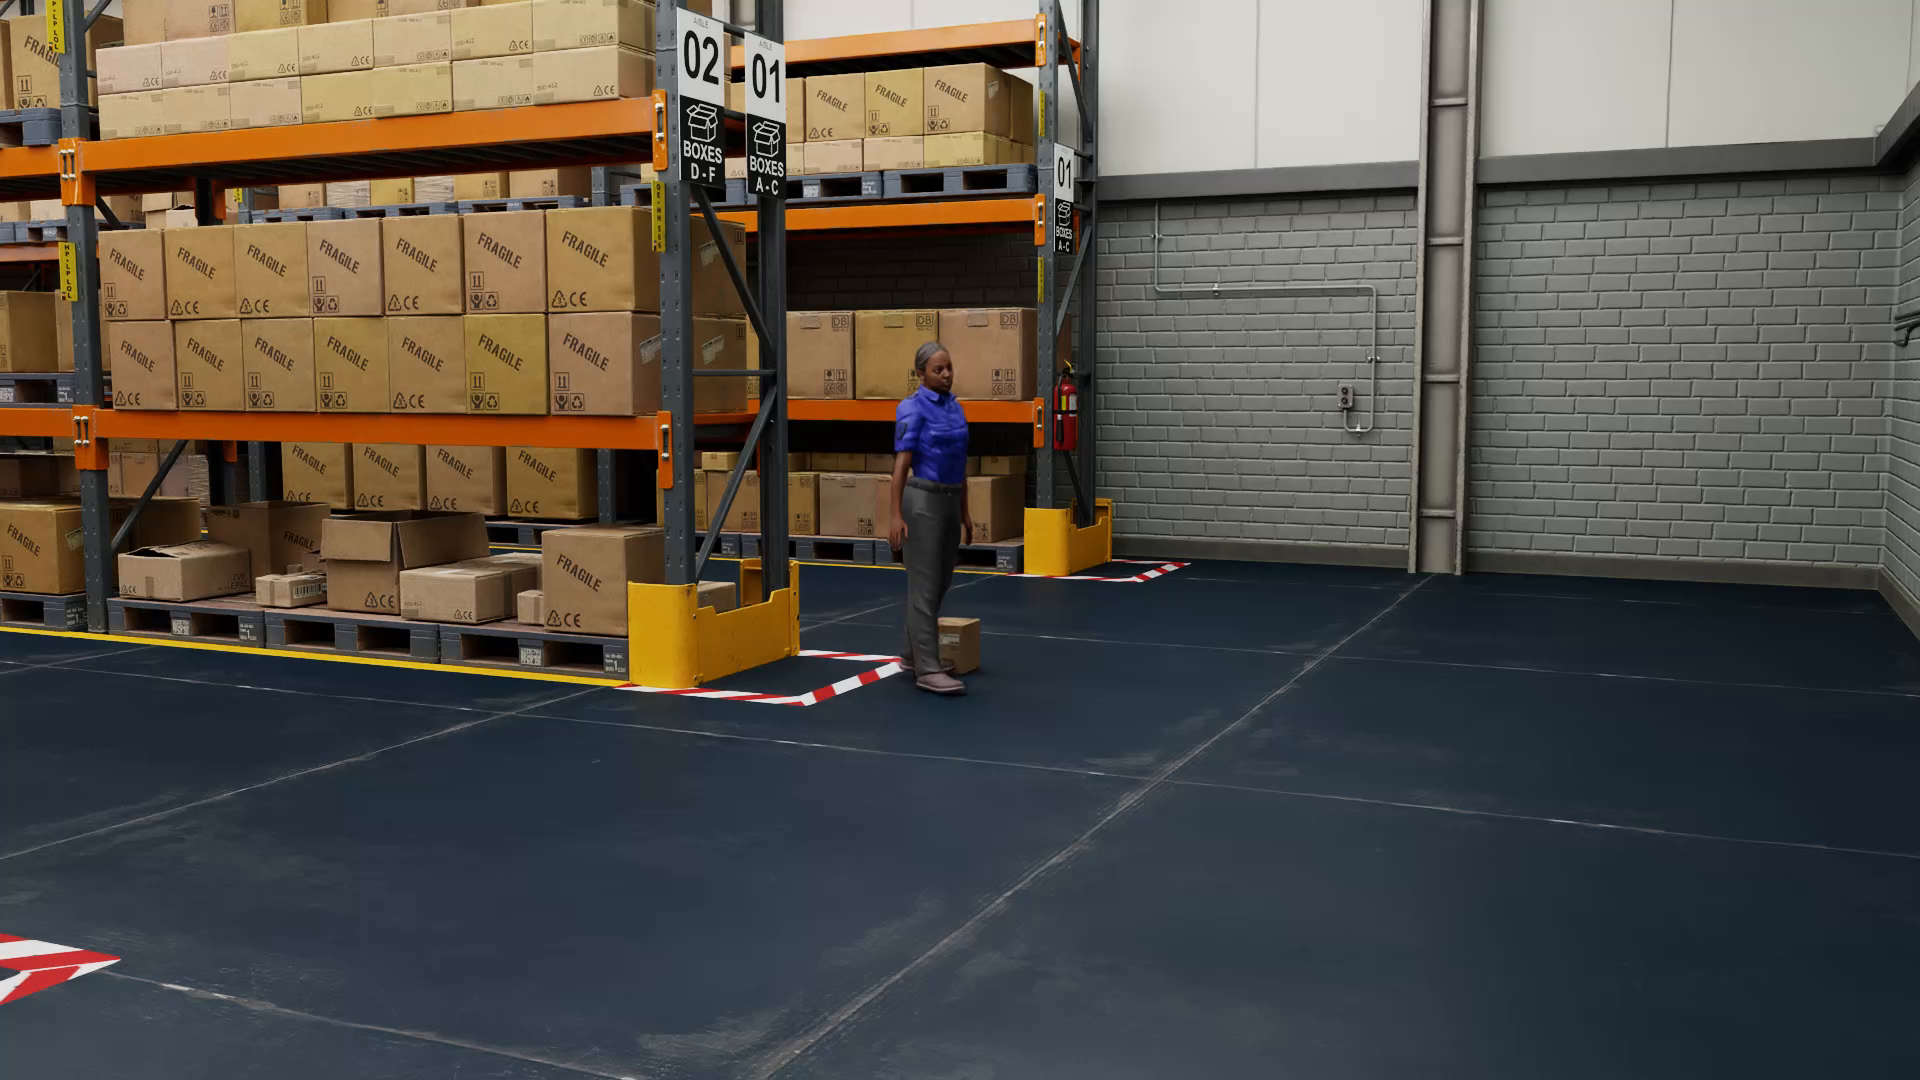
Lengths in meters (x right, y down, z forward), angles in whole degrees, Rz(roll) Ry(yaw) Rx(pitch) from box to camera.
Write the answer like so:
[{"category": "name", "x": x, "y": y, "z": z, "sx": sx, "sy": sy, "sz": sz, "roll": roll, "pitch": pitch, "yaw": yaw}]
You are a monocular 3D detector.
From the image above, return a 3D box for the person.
[{"category": "person", "x": -0.131, "y": -0.124, "z": 7.976, "sx": 0.556, "sy": 1.647, "sz": 0.654, "roll": 4, "pitch": 7, "yaw": 33}]
